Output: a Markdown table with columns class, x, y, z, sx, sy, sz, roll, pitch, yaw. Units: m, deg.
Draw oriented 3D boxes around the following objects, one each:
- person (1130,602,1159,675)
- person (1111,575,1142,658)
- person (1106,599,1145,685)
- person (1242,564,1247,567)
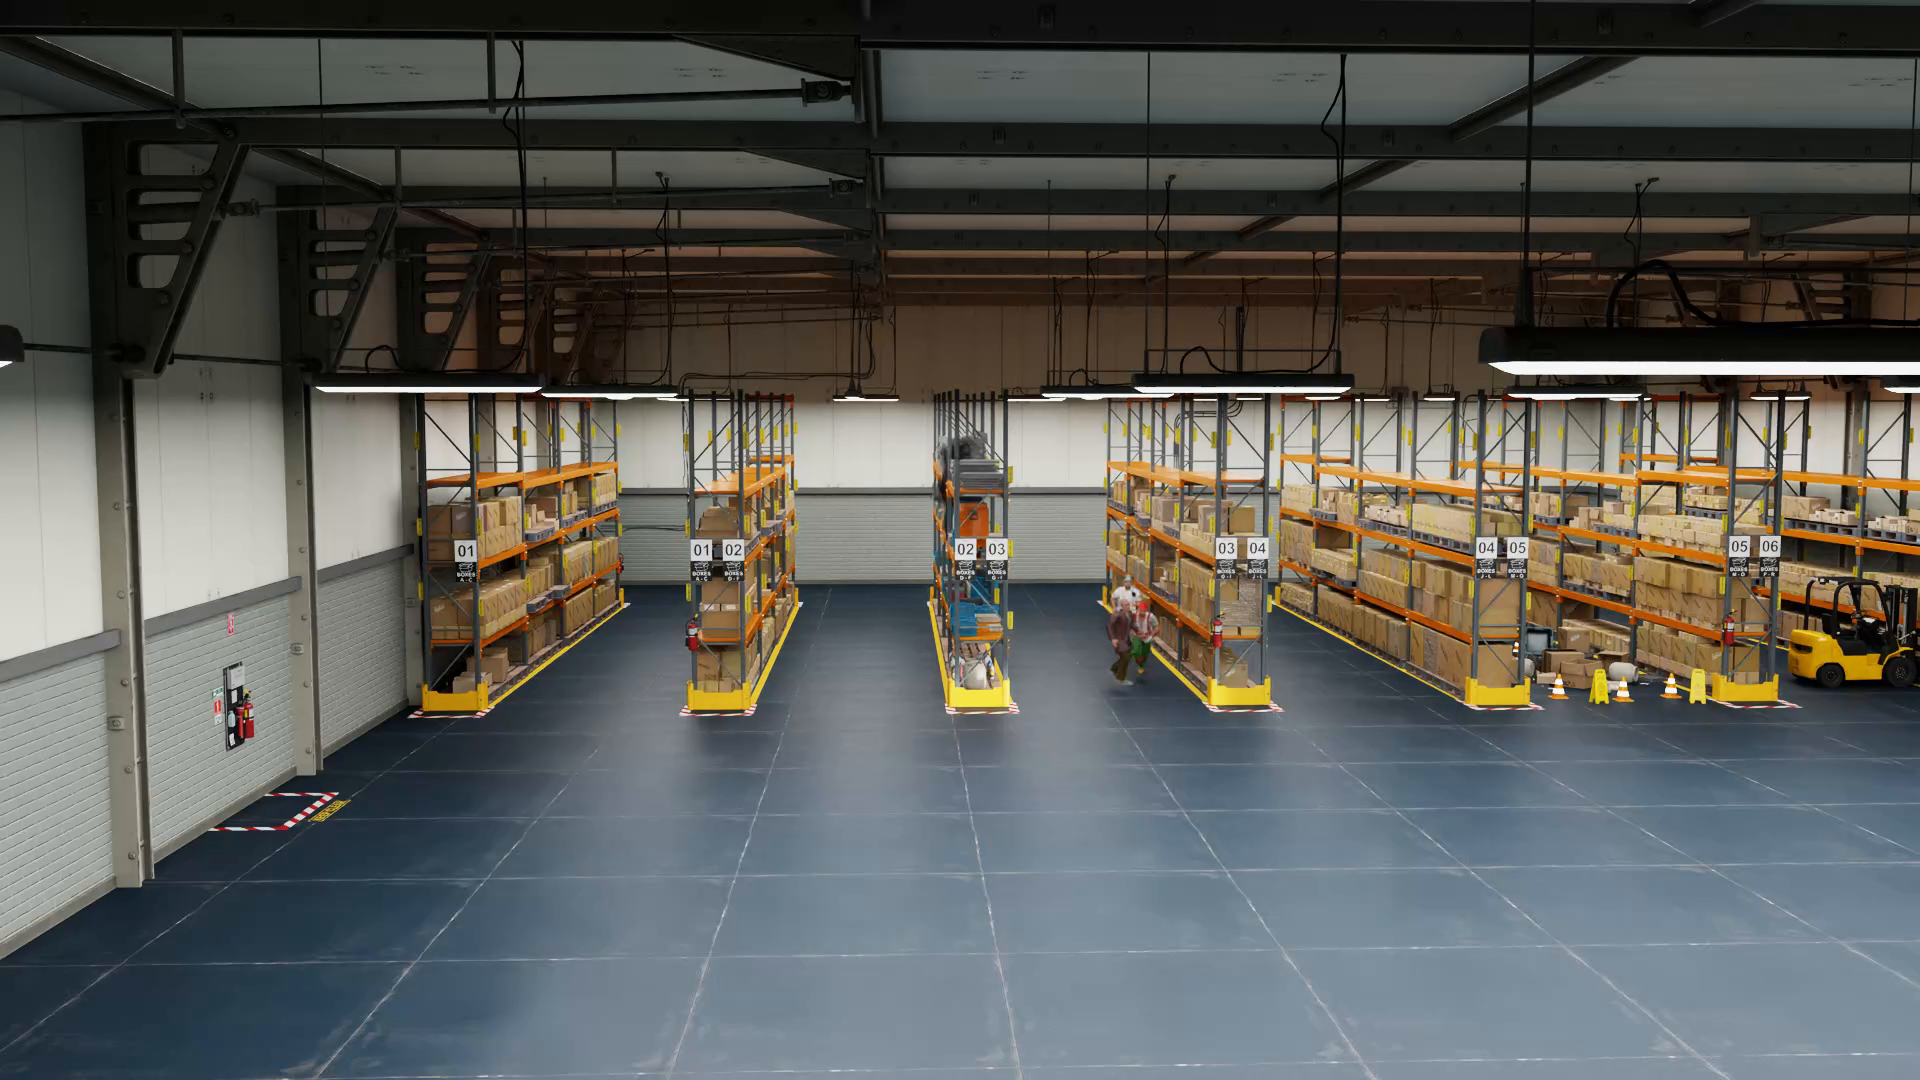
| class | x | y | z | sx | sy | sz | roll | pitch | yaw |
| --- | --- | --- | --- | --- | --- | --- | --- | --- | --- |
| person | 3.738 | 1.987 | 33.937 | 0.680 | 1.553 | 1.145 | 1 | 5 | 10 |
| person | 3.595 | 1.680 | 35.669 | 0.615 | 1.884 | 0.707 | -1 | 5 | -9 |
| person | 3.243 | 2.012 | 33.022 | 0.863 | 1.736 | 0.724 | 3 | 6 | 33 |
| person | 7.952 | 1.075 | 46.326 | 0.776 | 1.754 | 0.976 | -1 | 5 | -12 |
